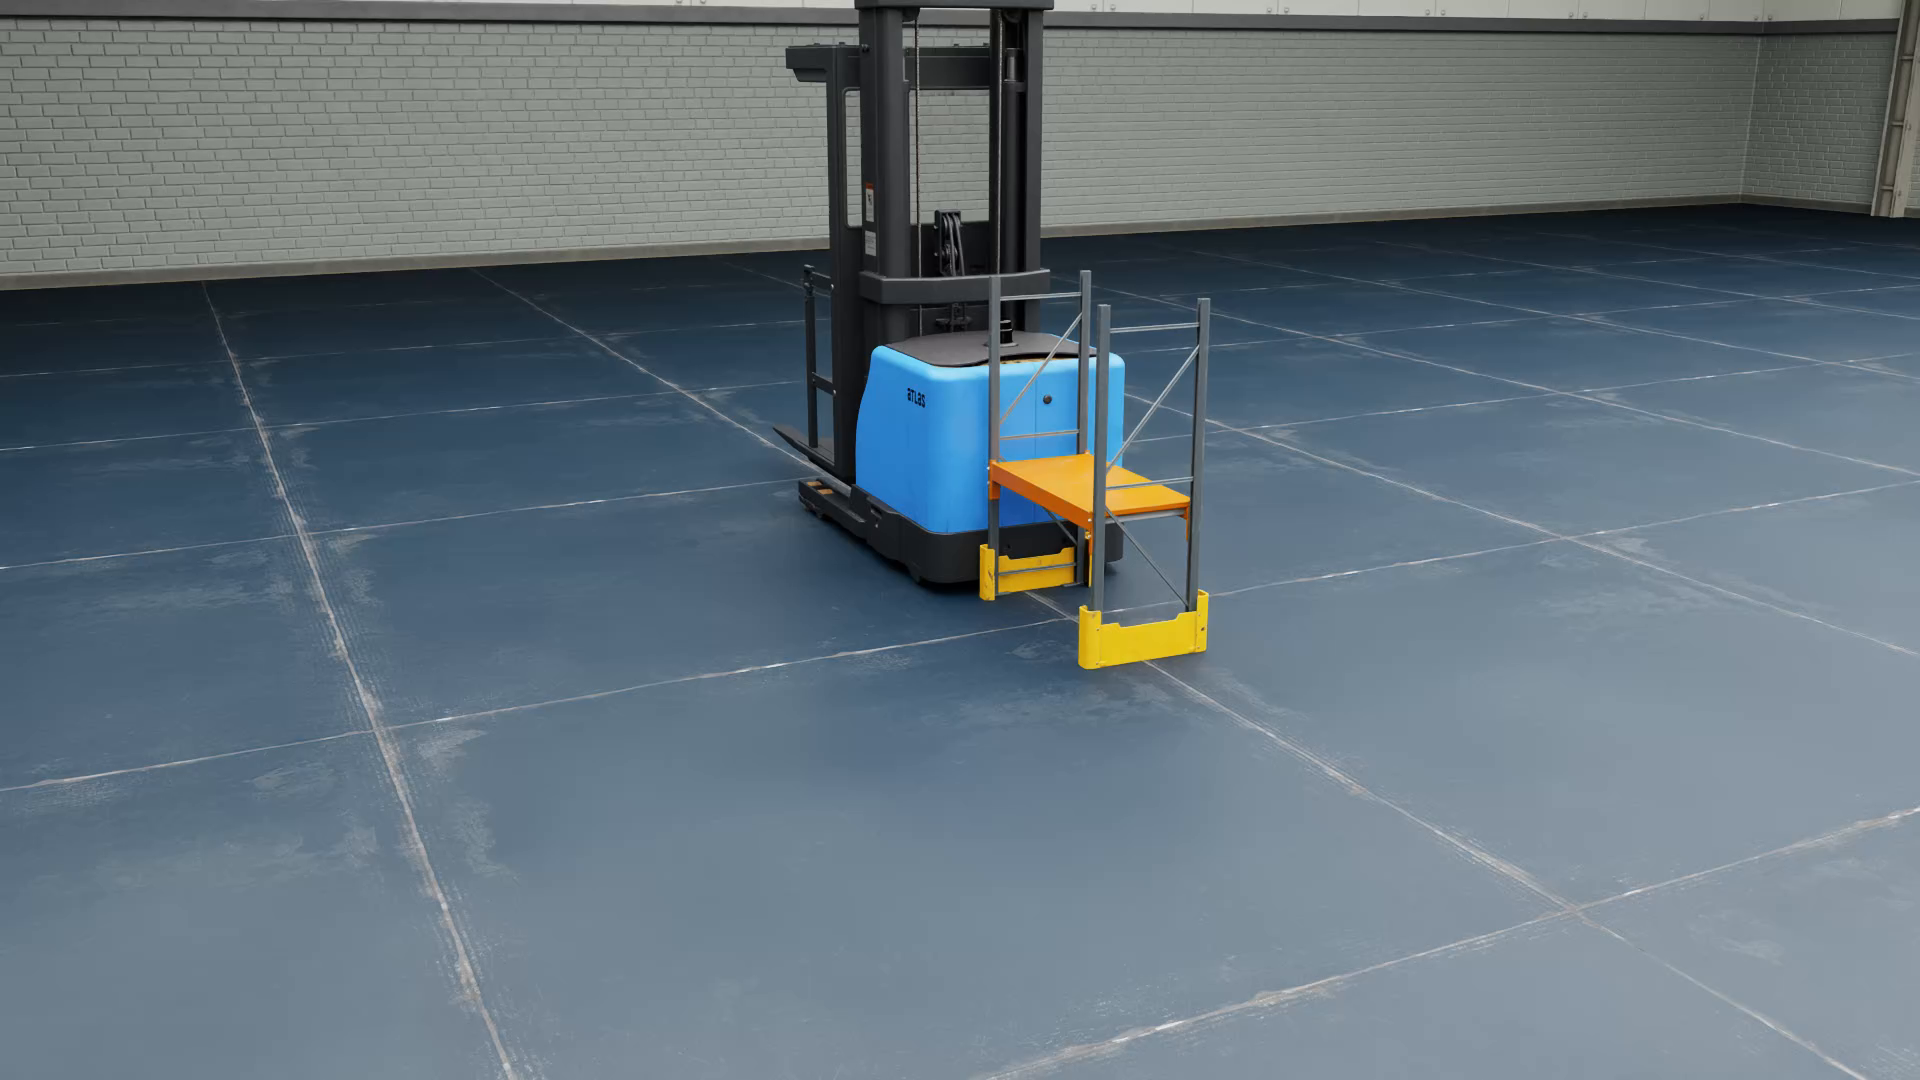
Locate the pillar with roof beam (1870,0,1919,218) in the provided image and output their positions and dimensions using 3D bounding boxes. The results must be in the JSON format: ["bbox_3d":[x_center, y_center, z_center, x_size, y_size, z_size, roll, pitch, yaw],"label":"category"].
[{"bbox_3d":[11.315,-9.108,24.176,9.100,9.000,0.400,-8,18,-25],"label":"pillar with roof beam"}]

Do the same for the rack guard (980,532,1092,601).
[{"bbox_3d":[0.372,0.123,7.870,0.587,0.250,0.087,-7,17,-23],"label":"rack guard"}]

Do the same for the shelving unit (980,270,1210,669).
[{"bbox_3d":[0.573,-0.352,7.259,0.587,1.500,1.083,-7,17,-23],"label":"shelving unit"}]

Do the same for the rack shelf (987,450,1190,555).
[{"bbox_3d":[0.569,-0.182,7.317,0.538,0.185,1.000,-7,17,-23],"label":"rack shelf"}]

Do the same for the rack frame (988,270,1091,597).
[{"bbox_3d":[0.364,-0.483,7.715,0.500,1.500,0.032,-7,17,-23],"label":"rack frame"}]

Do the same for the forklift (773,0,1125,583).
[{"bbox_3d":[-0.255,-1.568,8.901,1.130,2.935,3.031,-7,17,-23],"label":"forklift"}]

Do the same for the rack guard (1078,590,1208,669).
[{"bbox_3d":[0.774,0.374,6.994,0.587,0.250,0.087,-7,17,-23],"label":"rack guard"}]

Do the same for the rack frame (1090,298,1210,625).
[{"bbox_3d":[0.774,-0.226,6.820,0.500,1.500,0.032,-7,17,-23],"label":"rack frame"}]
